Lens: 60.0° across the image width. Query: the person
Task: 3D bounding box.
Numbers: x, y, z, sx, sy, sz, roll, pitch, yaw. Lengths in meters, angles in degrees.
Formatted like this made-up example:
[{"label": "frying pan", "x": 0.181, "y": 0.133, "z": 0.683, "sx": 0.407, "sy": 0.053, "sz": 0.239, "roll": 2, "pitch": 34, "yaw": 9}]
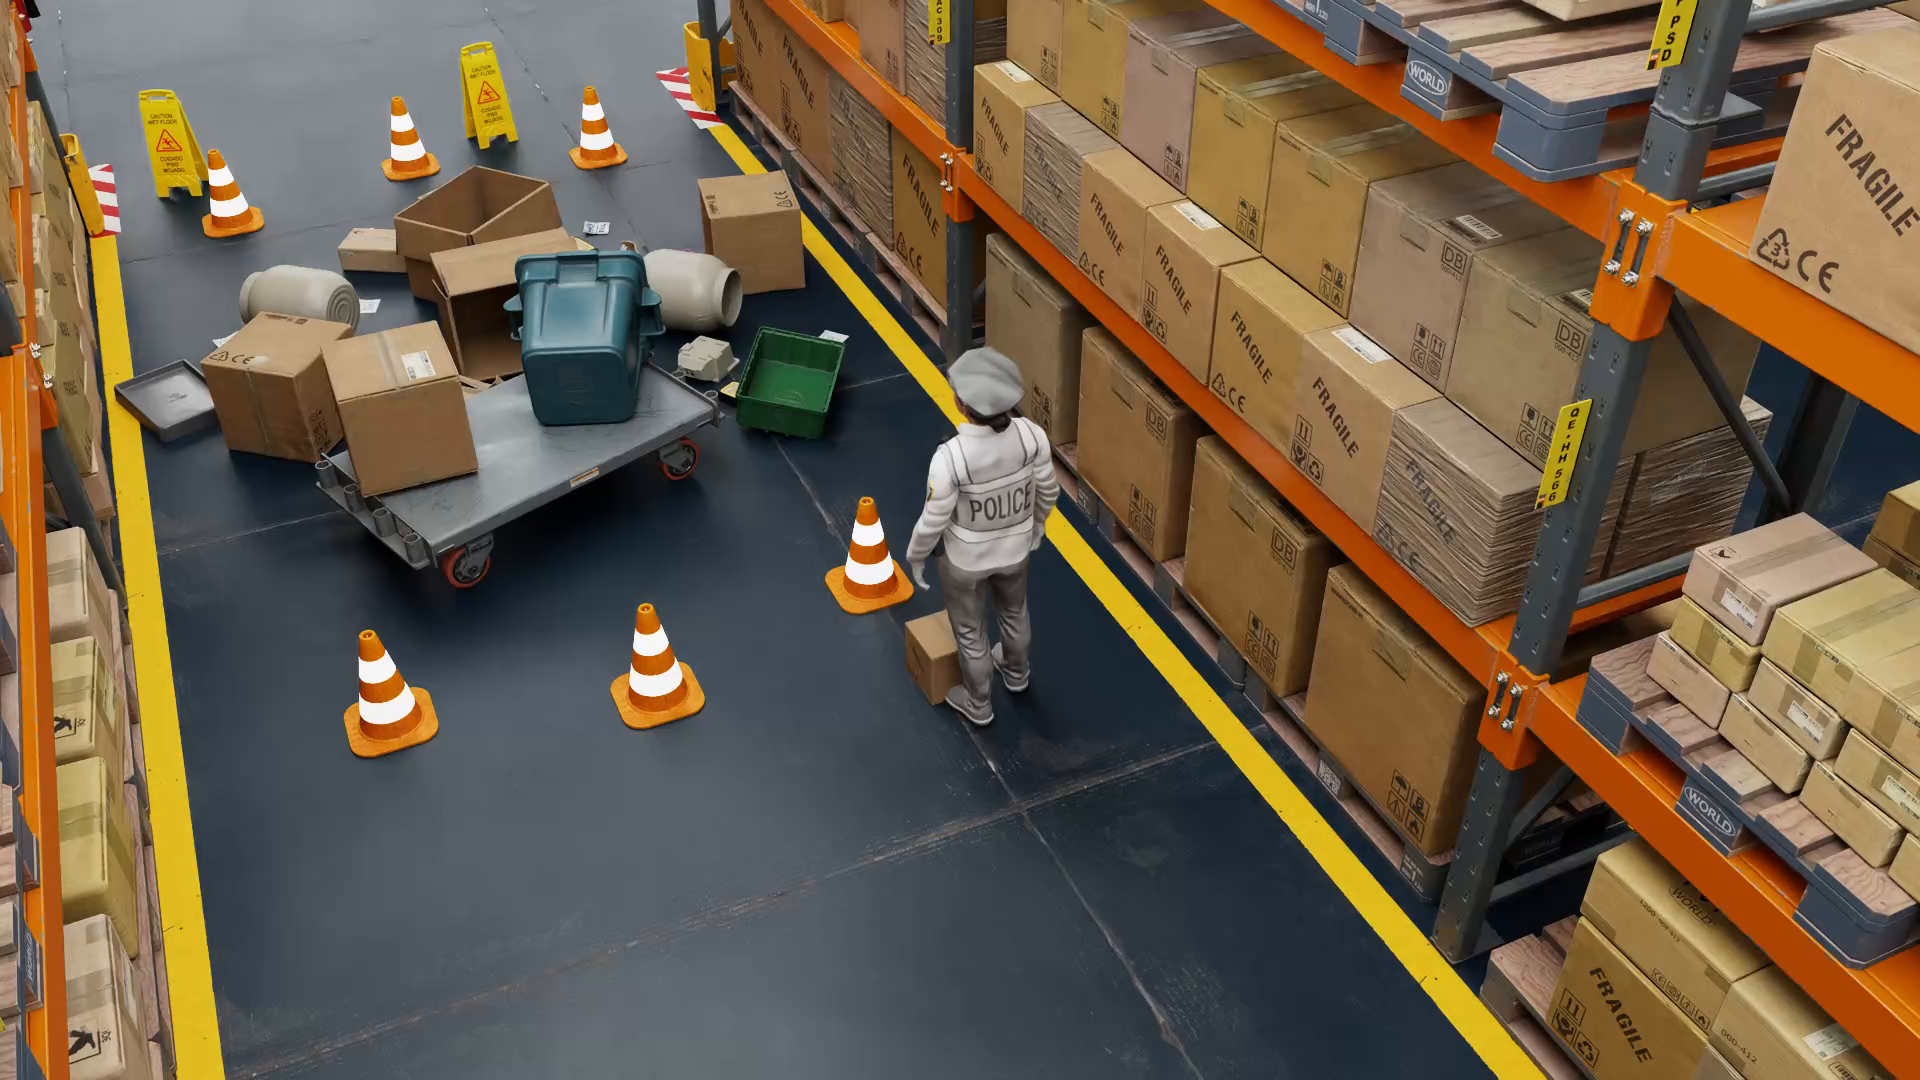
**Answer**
[{"label": "person", "x": 0.059, "y": -0.010, "z": 6.121, "sx": 0.586, "sy": 1.695, "sz": 0.532, "roll": -16, "pitch": 40, "yaw": -20}]
